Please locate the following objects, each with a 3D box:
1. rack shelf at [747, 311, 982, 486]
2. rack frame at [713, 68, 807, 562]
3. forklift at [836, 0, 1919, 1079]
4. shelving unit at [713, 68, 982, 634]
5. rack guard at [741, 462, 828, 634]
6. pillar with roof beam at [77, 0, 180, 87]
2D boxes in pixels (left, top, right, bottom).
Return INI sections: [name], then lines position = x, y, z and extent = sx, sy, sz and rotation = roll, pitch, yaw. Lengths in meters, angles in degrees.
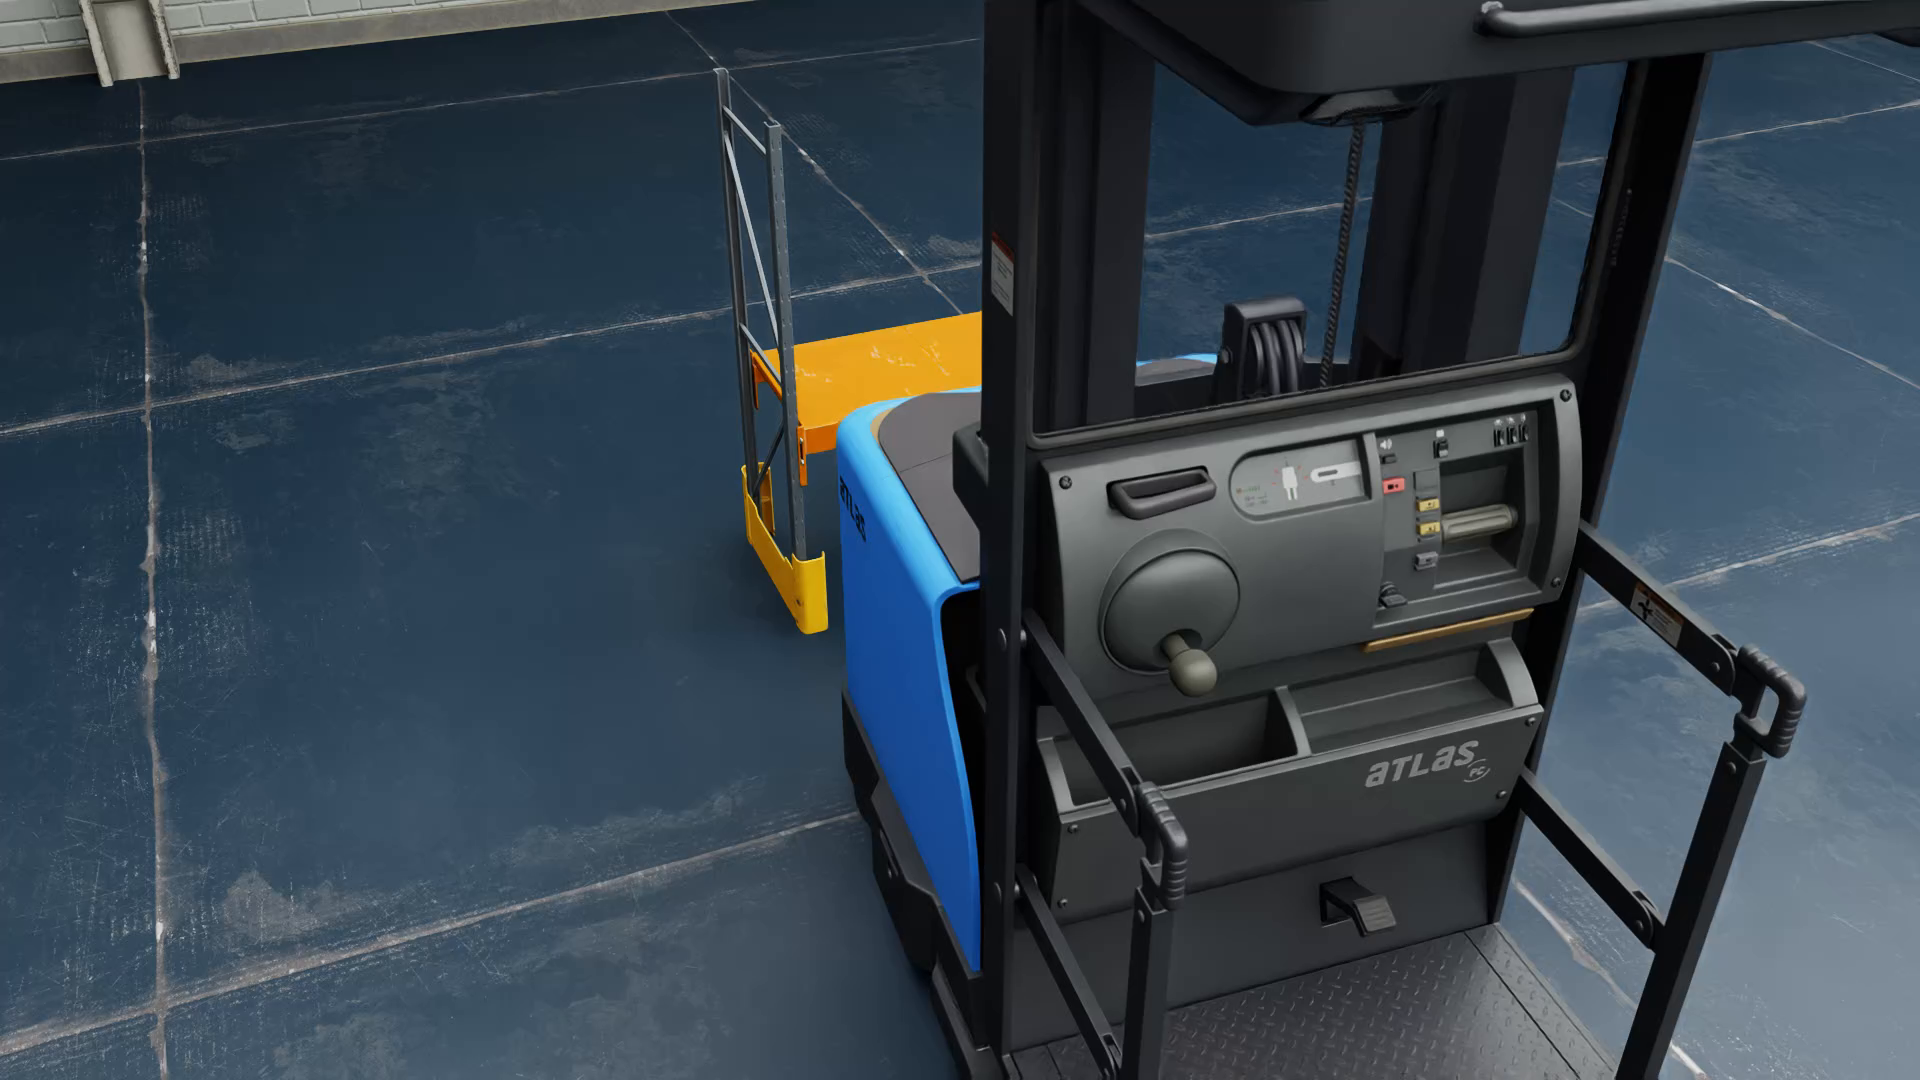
[rack shelf]
position = -0.079, -0.460, 4.911
extent = 1.000, 0.185, 0.538
rotation = -13, 35, -19
[rack frame]
position = -0.547, -0.503, 4.648
extent = 0.032, 1.500, 0.500
rotation = -13, 35, -19
[forklift]
position = 0.653, 0.049, 2.488
extent = 1.130, 2.935, 3.031
rotation = -10, 34, -15
[shelving unit]
position = -0.070, -0.613, 4.816
extent = 1.083, 1.500, 0.587
rotation = -13, 35, -19
[rack guard]
position = -0.529, 0.016, 4.995
extent = 0.087, 0.250, 0.587
rotation = -13, 35, -19
[pillar with roof beam]
position = -2.875, -4.189, 3.437
extent = 0.400, 9.000, 9.100
rotation = -13, 35, -19
